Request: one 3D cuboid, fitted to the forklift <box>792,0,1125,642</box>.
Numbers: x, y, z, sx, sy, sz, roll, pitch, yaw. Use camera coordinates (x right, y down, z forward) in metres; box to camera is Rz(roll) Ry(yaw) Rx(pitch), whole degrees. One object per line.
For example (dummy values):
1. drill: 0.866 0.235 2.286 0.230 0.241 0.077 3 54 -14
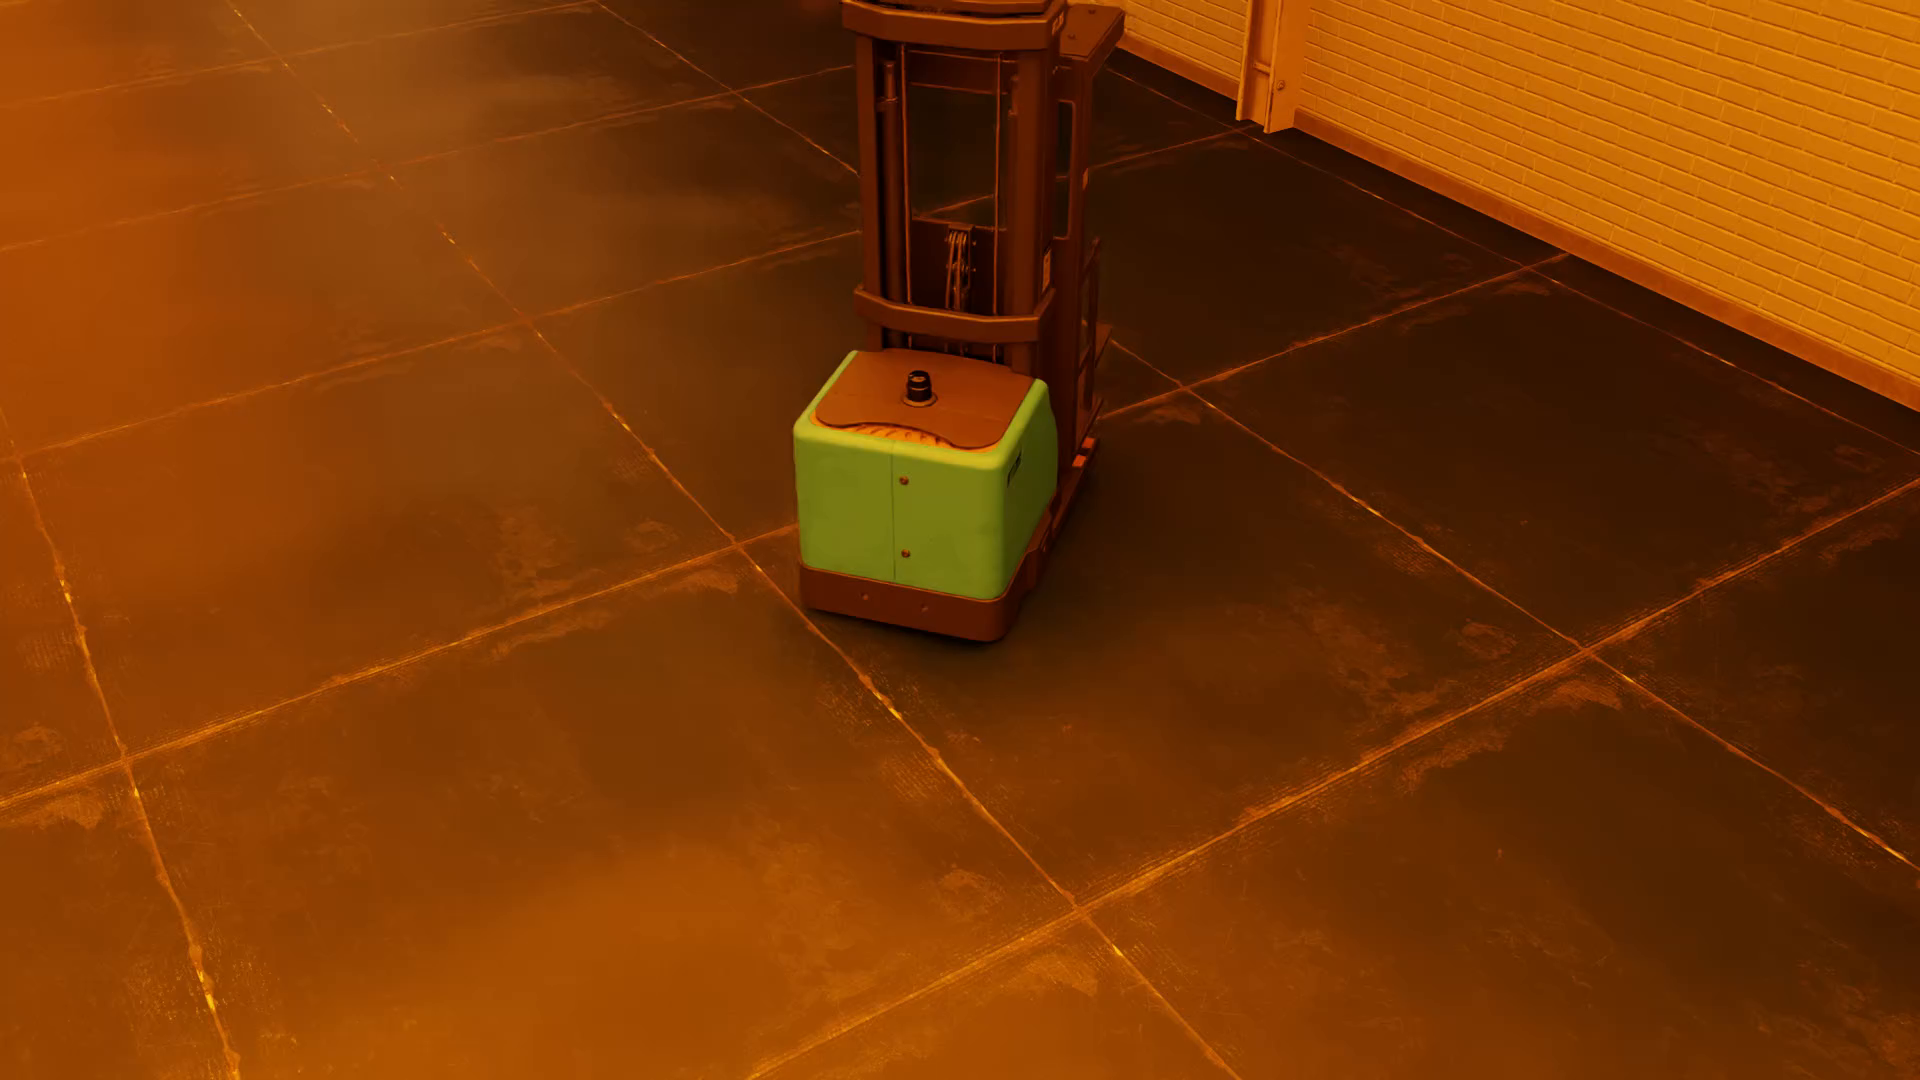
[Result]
1. forklift: 0.147 -1.562 8.371 1.130 2.935 3.031 10 36 14
